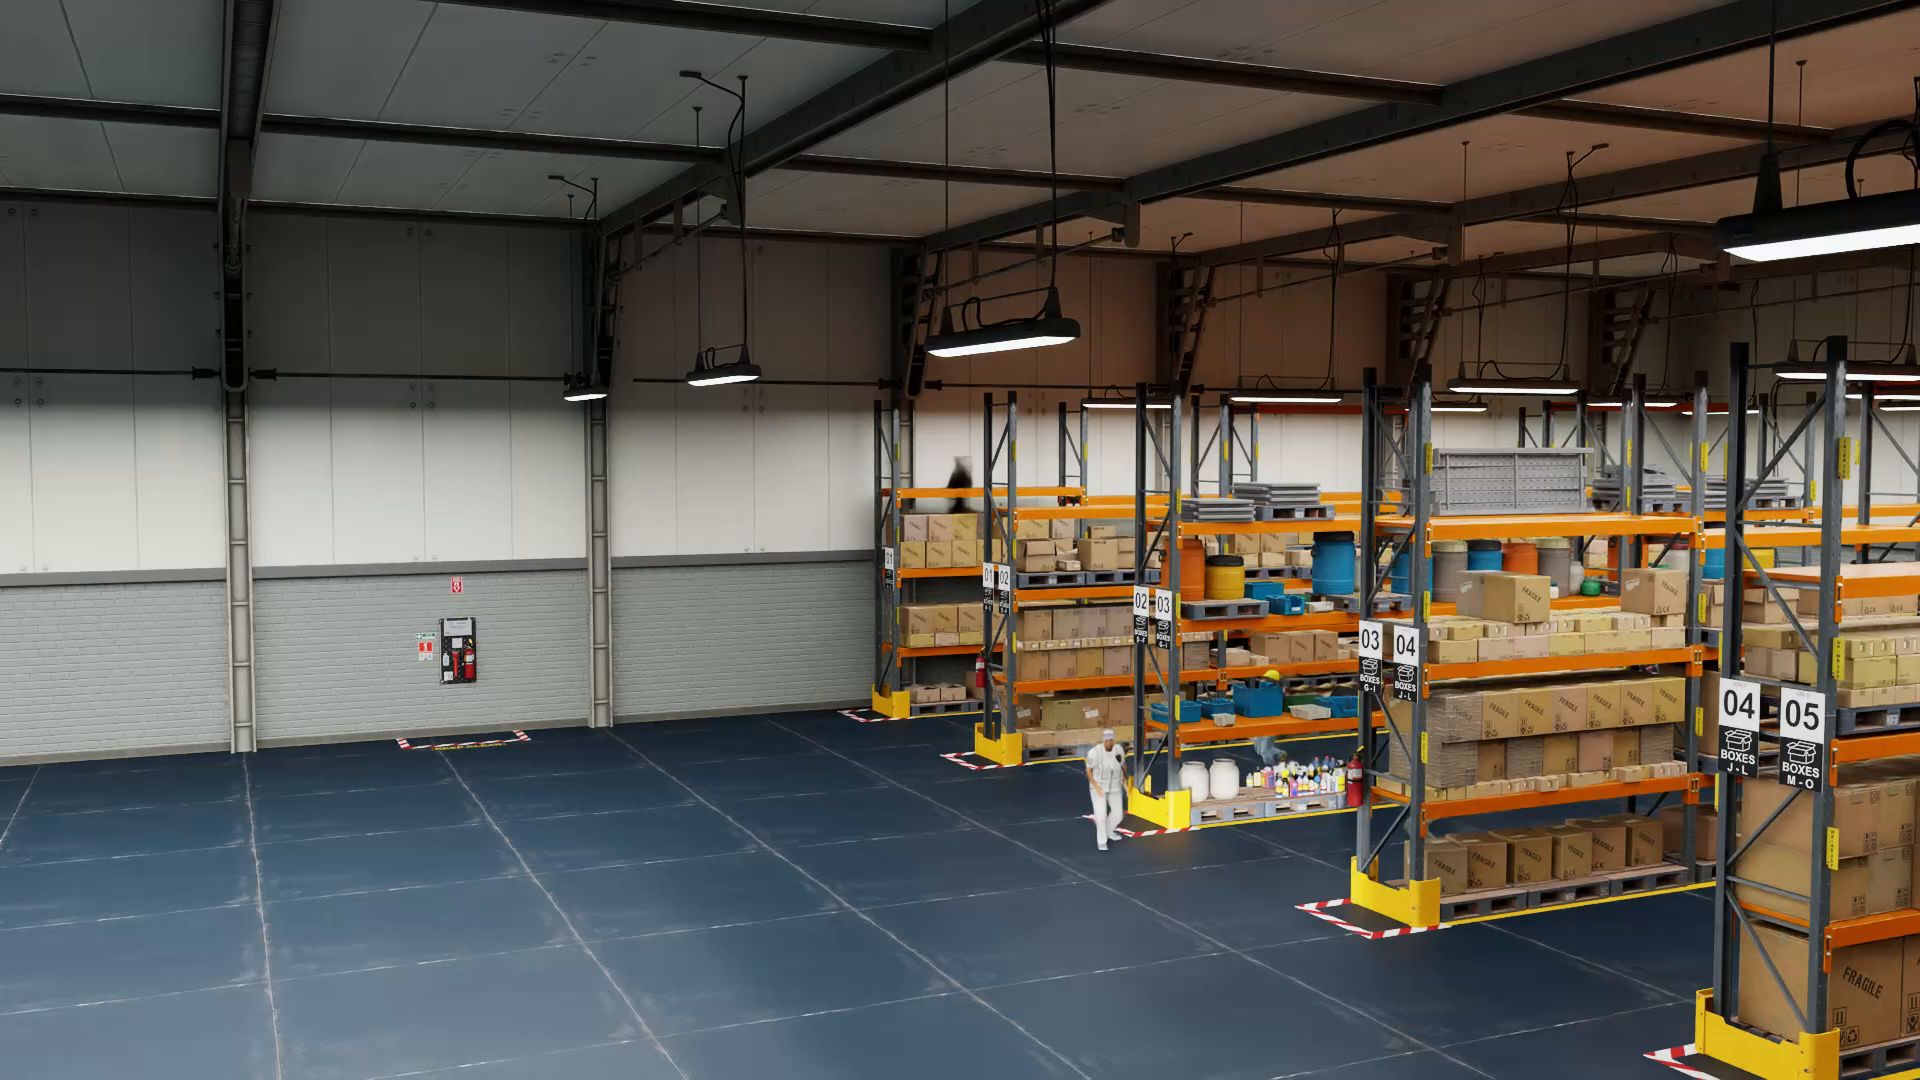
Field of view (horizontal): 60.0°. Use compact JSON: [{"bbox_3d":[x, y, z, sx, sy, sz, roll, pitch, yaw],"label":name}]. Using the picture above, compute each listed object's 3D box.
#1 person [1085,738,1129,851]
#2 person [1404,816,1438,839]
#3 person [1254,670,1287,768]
[{"bbox_3d":[1.849,3.146,21.161,0.606,1.572,0.735,-1,3,-15],"label":"person"},{"bbox_3d":[5.651,3.192,20.160,0.548,1.636,0.740,0,3,3],"label":"person"},{"bbox_3d":[4.840,2.831,25.530,0.572,1.700,0.685,-1,4,-19],"label":"person"}]
